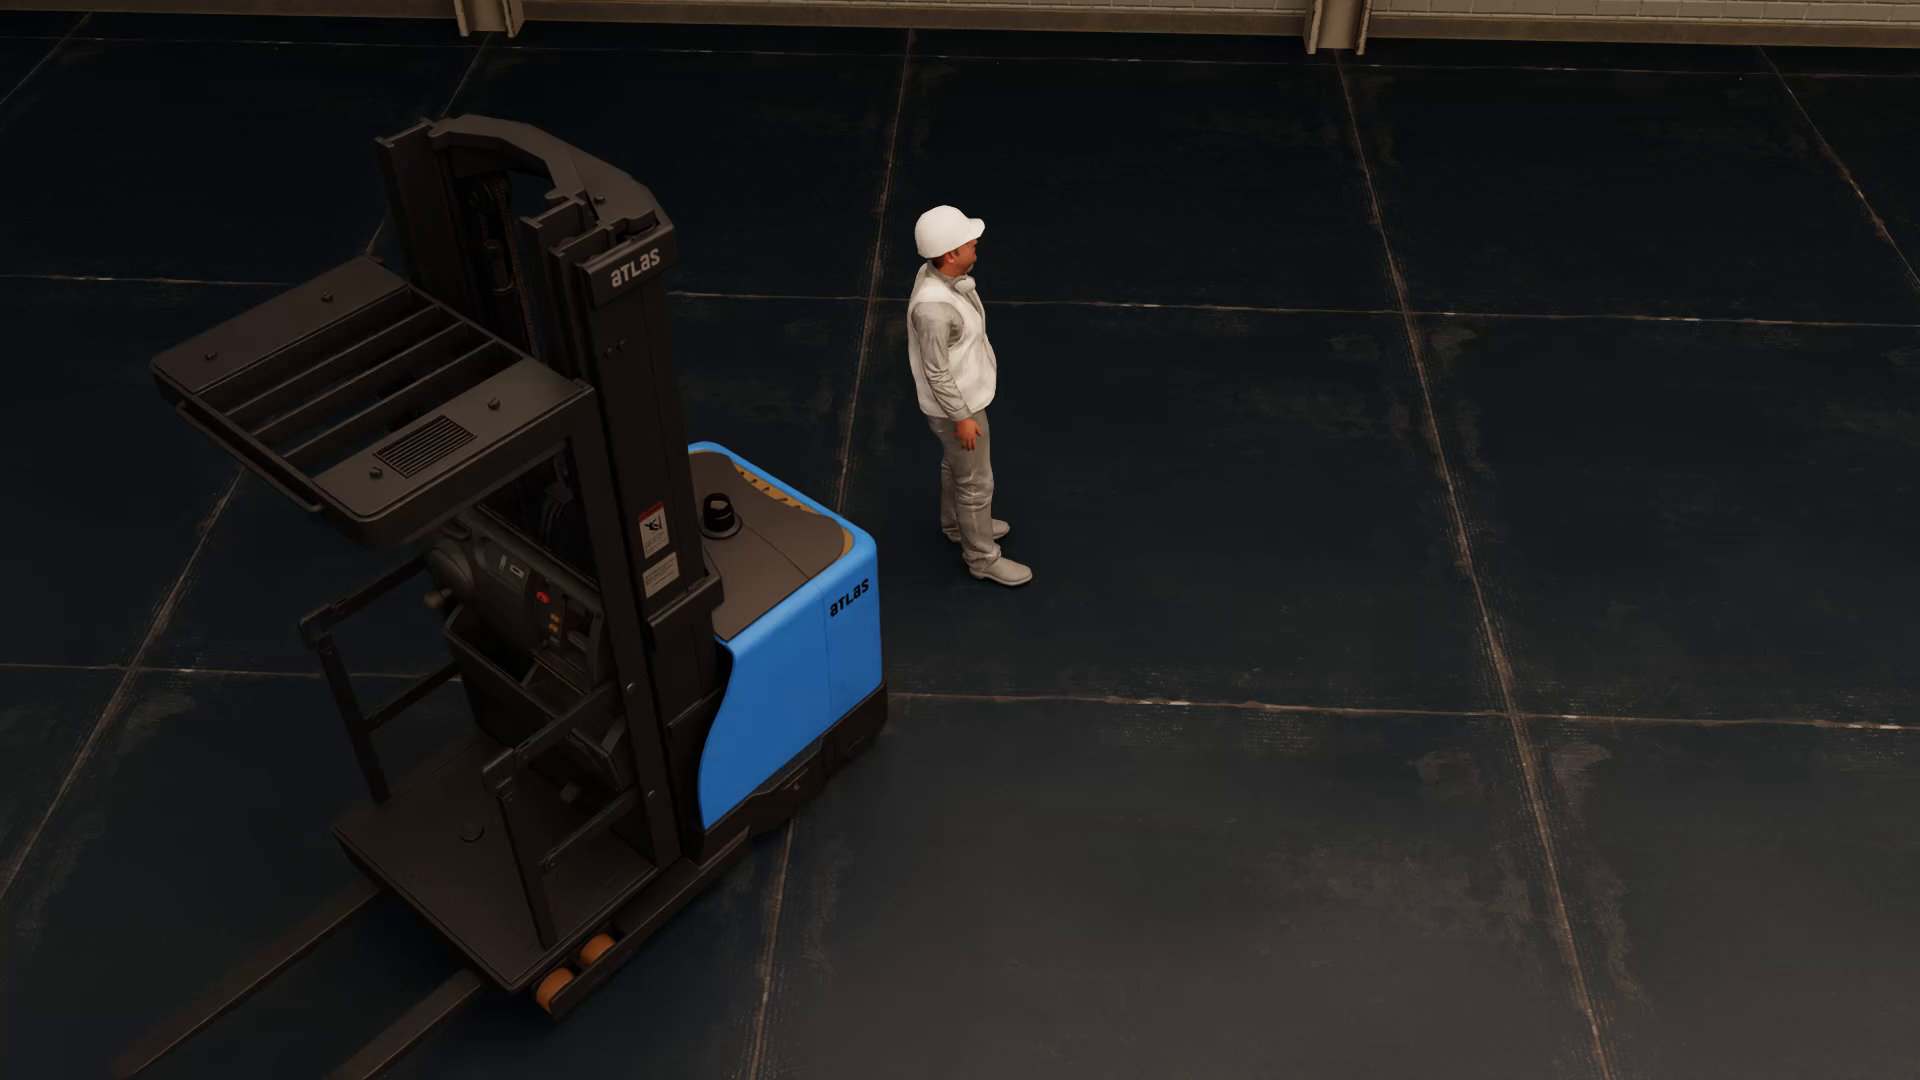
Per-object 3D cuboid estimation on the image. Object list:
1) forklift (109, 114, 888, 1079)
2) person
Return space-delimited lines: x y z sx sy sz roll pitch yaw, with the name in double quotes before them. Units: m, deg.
"forklift" -1.642 0.248 5.471 1.130 2.935 3.031 30 50 29
"person" 0.062 -0.652 7.307 0.568 1.769 0.633 2 42 2
